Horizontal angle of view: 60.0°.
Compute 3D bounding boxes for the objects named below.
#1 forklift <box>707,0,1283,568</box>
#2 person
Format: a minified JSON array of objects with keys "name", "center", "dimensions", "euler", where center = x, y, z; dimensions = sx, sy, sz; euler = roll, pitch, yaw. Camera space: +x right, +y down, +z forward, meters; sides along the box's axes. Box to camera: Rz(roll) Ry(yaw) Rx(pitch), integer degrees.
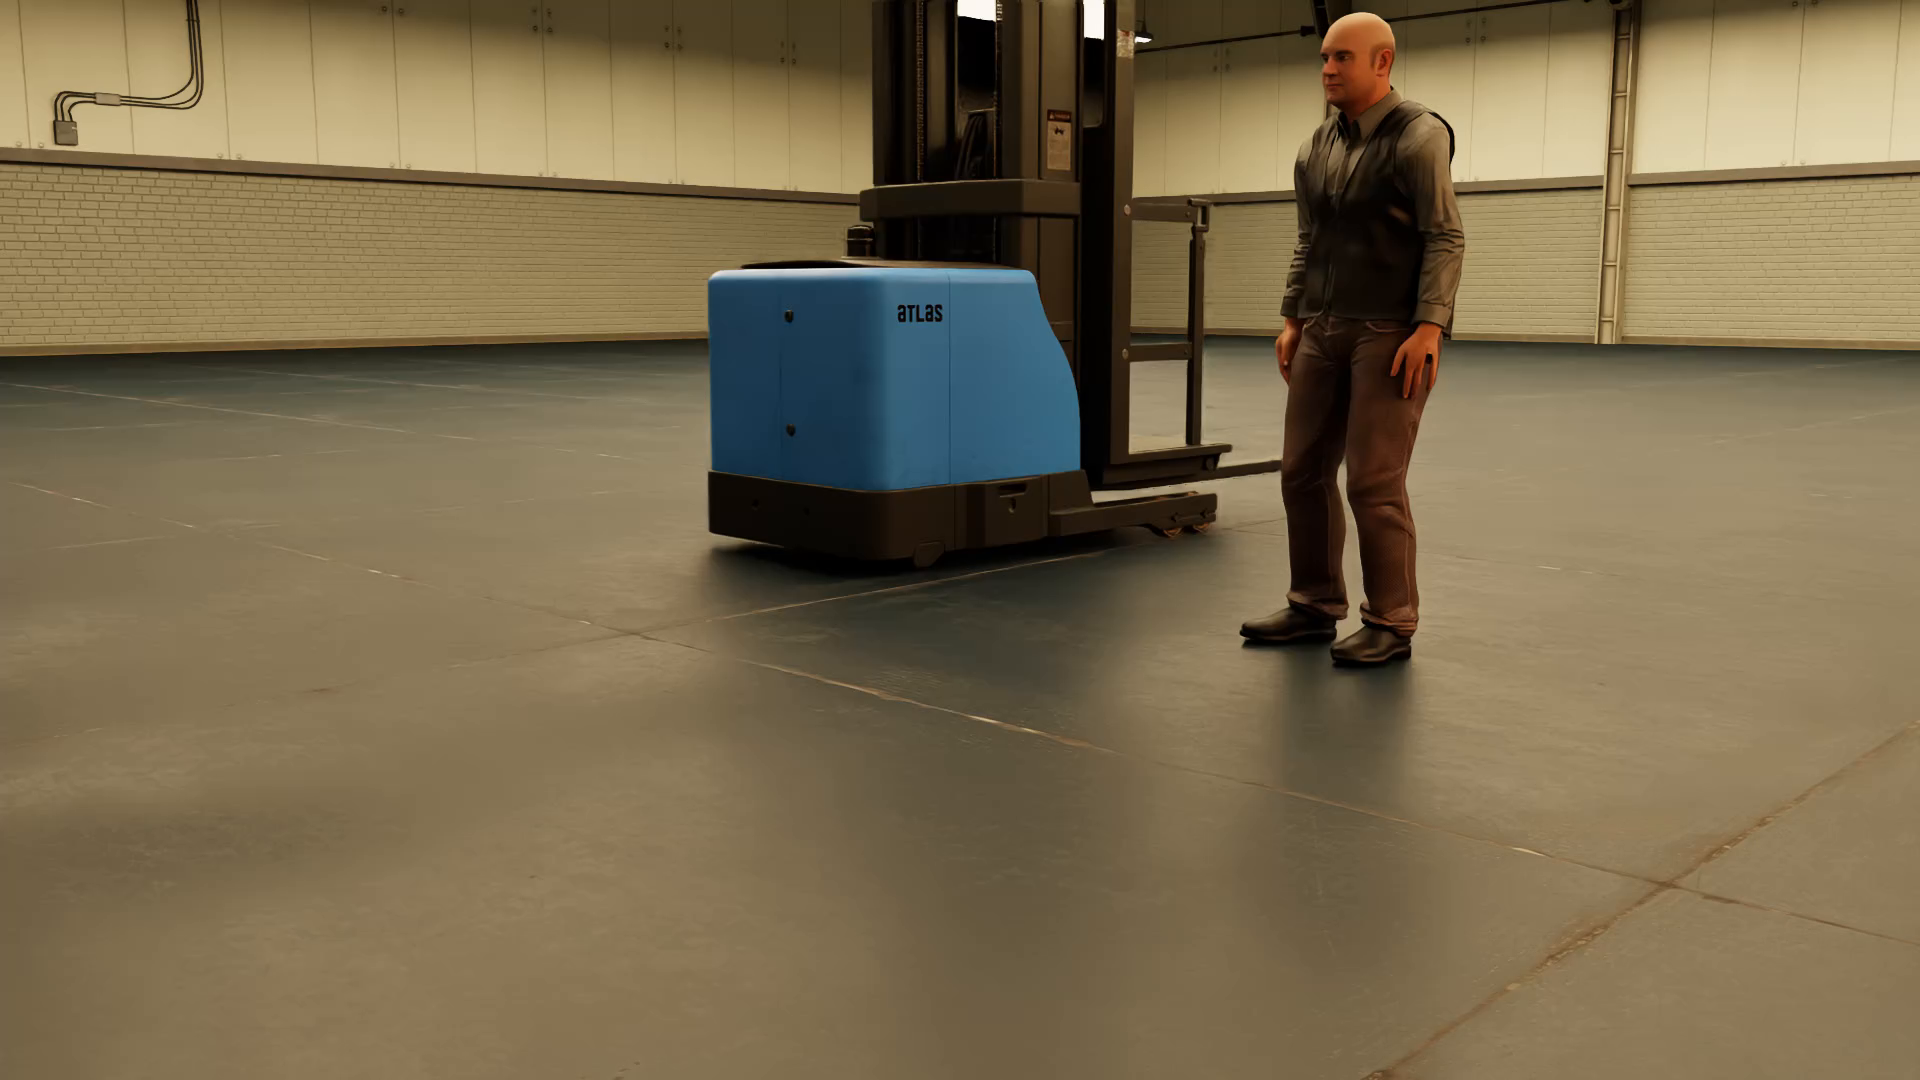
[{"name":"forklift","center":[0.437,-1.513,6.922],"dimensions":[3.031,2.935,1.130],"euler":[-8,12,-43]},{"name":"person","center":[1.108,-0.542,4.545],"dimensions":[0.424,1.719,0.582],"euler":[-5,10,-30]}]
